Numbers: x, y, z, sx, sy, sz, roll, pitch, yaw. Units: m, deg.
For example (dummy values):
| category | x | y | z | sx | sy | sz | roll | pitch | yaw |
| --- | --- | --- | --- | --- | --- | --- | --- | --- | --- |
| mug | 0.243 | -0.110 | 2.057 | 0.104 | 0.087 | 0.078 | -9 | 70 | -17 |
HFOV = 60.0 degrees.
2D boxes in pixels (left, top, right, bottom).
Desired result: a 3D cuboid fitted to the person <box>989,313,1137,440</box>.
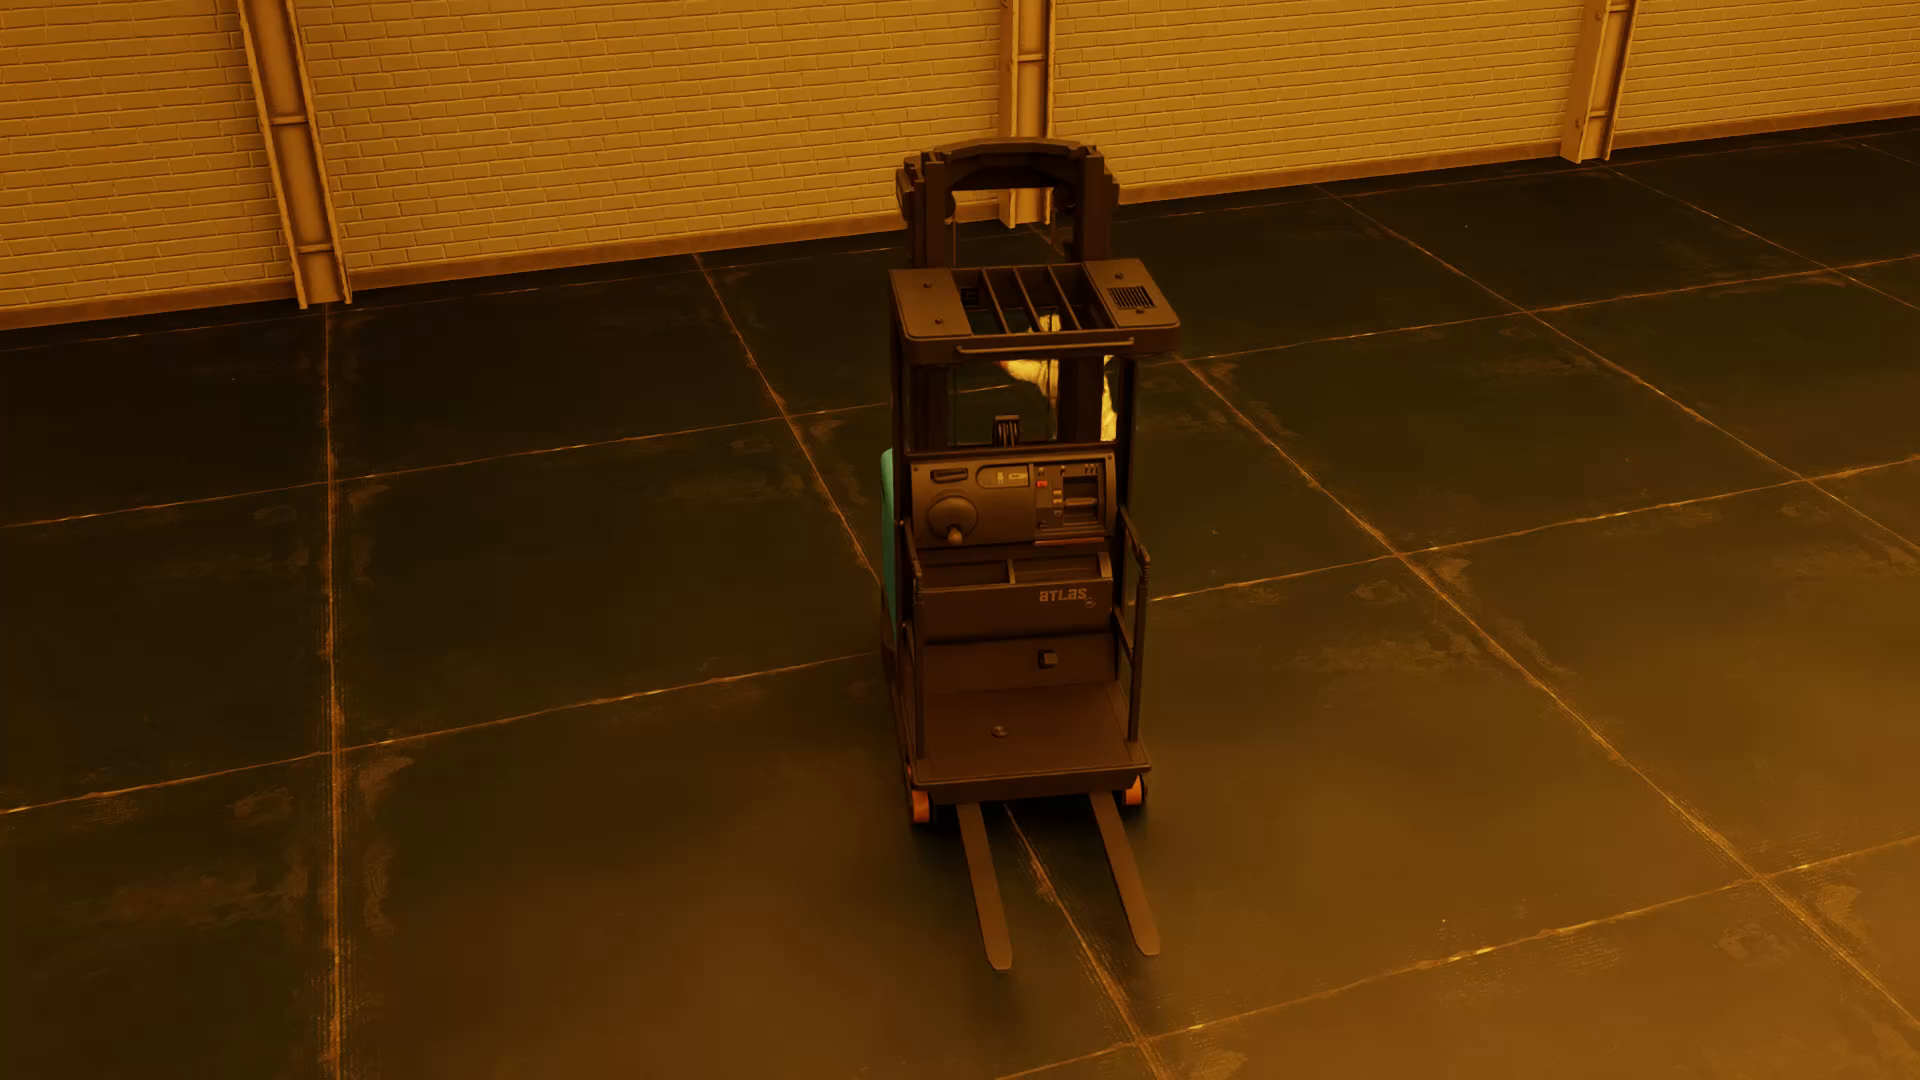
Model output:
| category | x | y | z | sx | sy | sz | roll | pitch | yaw |
| --- | --- | --- | --- | --- | --- | --- | --- | --- | --- |
| person | 0.612 | -0.796 | 10.024 | 0.841 | 1.433 | 1.002 | -19 | 35 | -29 |

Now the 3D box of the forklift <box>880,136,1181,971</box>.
| category | x | y | z | sx | sy | sz | roll | pitch | yaw |
| --- | --- | --- | --- | --- | --- | --- | --- | --- | --- |
| forklift | 0.273 | -0.138 | 7.326 | 1.130 | 2.935 | 3.031 | -4 | 30 | -6 |
